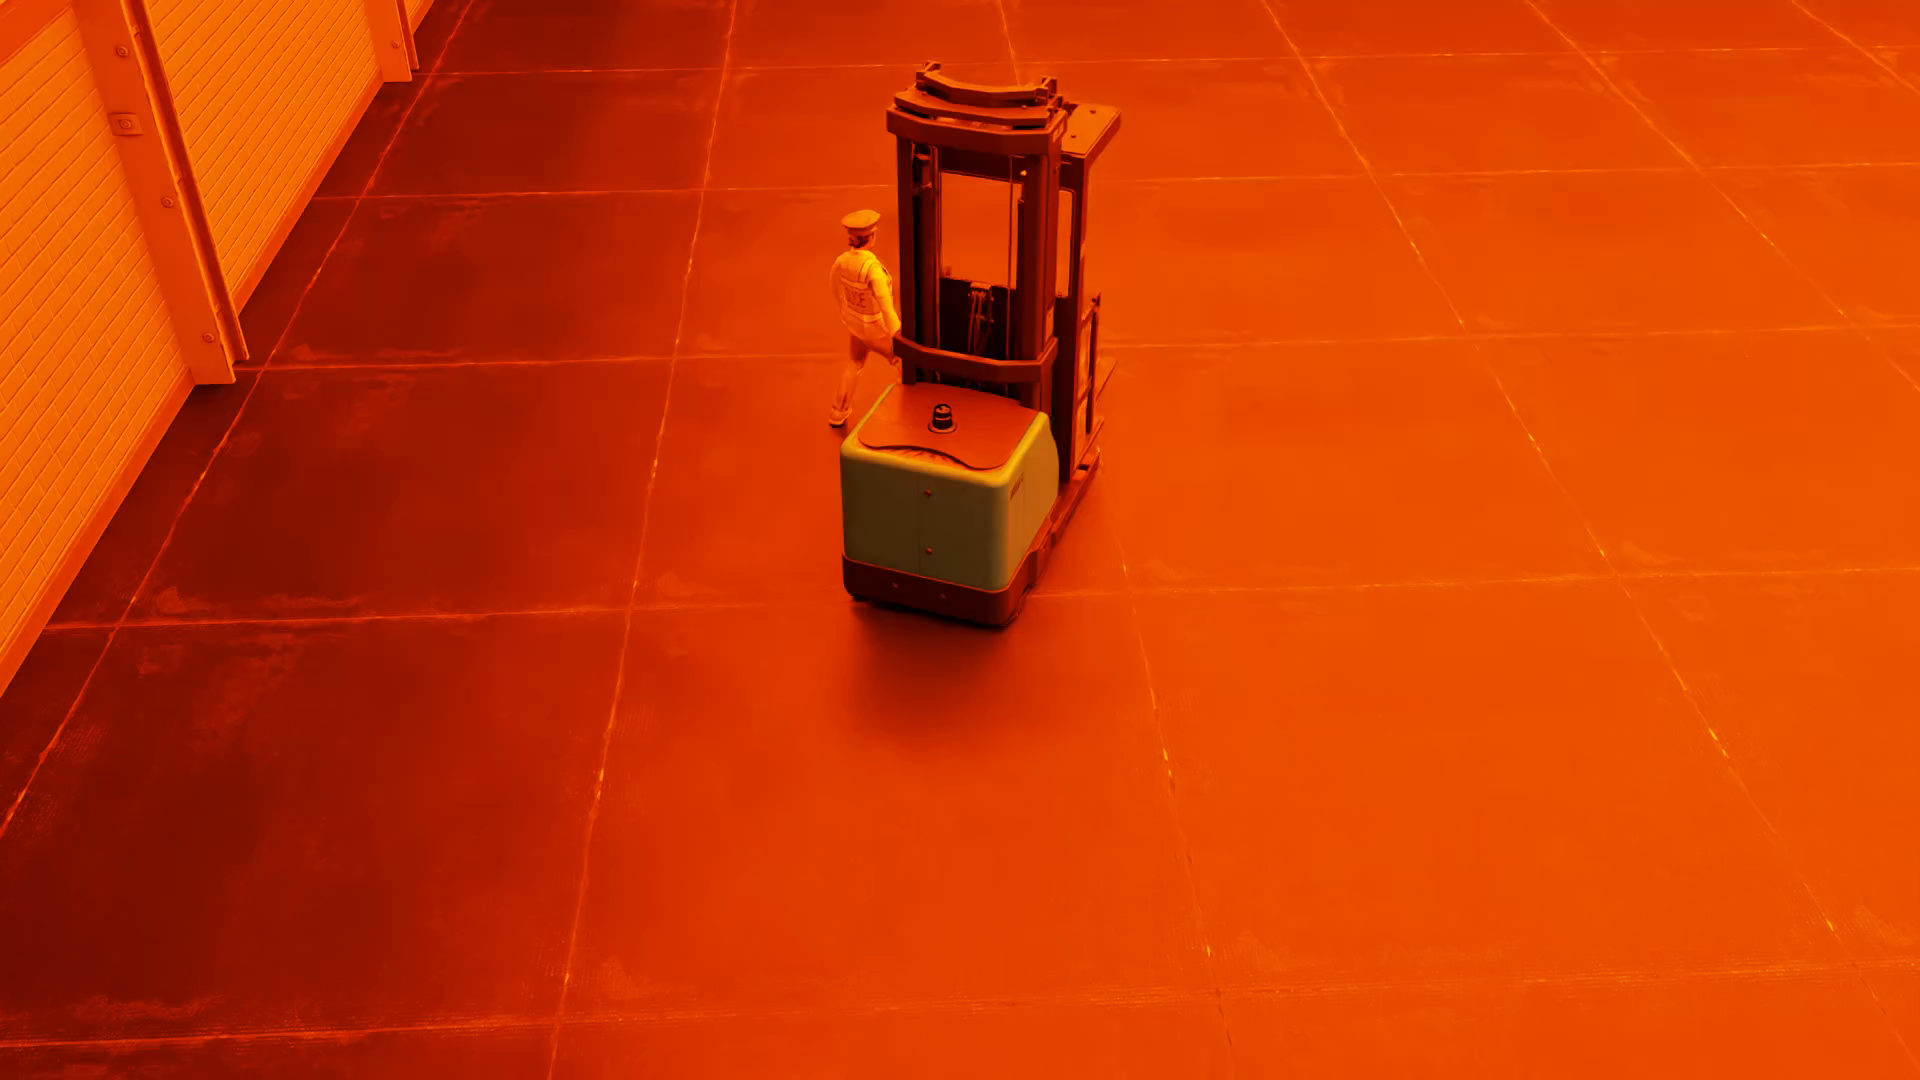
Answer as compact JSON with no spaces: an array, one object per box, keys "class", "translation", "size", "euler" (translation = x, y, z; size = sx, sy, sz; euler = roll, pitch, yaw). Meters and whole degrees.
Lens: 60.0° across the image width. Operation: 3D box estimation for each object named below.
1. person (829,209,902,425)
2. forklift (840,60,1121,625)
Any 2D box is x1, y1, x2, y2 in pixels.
[{"class":"person","translation":[-0.586,-1.415,11.118],"size":[0.474,1.585,0.828],"euler":[-26,43,-31]},{"class":"forklift","translation":[0.288,-1.557,10.148],"size":[1.130,2.935,3.031],"euler":[12,38,16]}]
